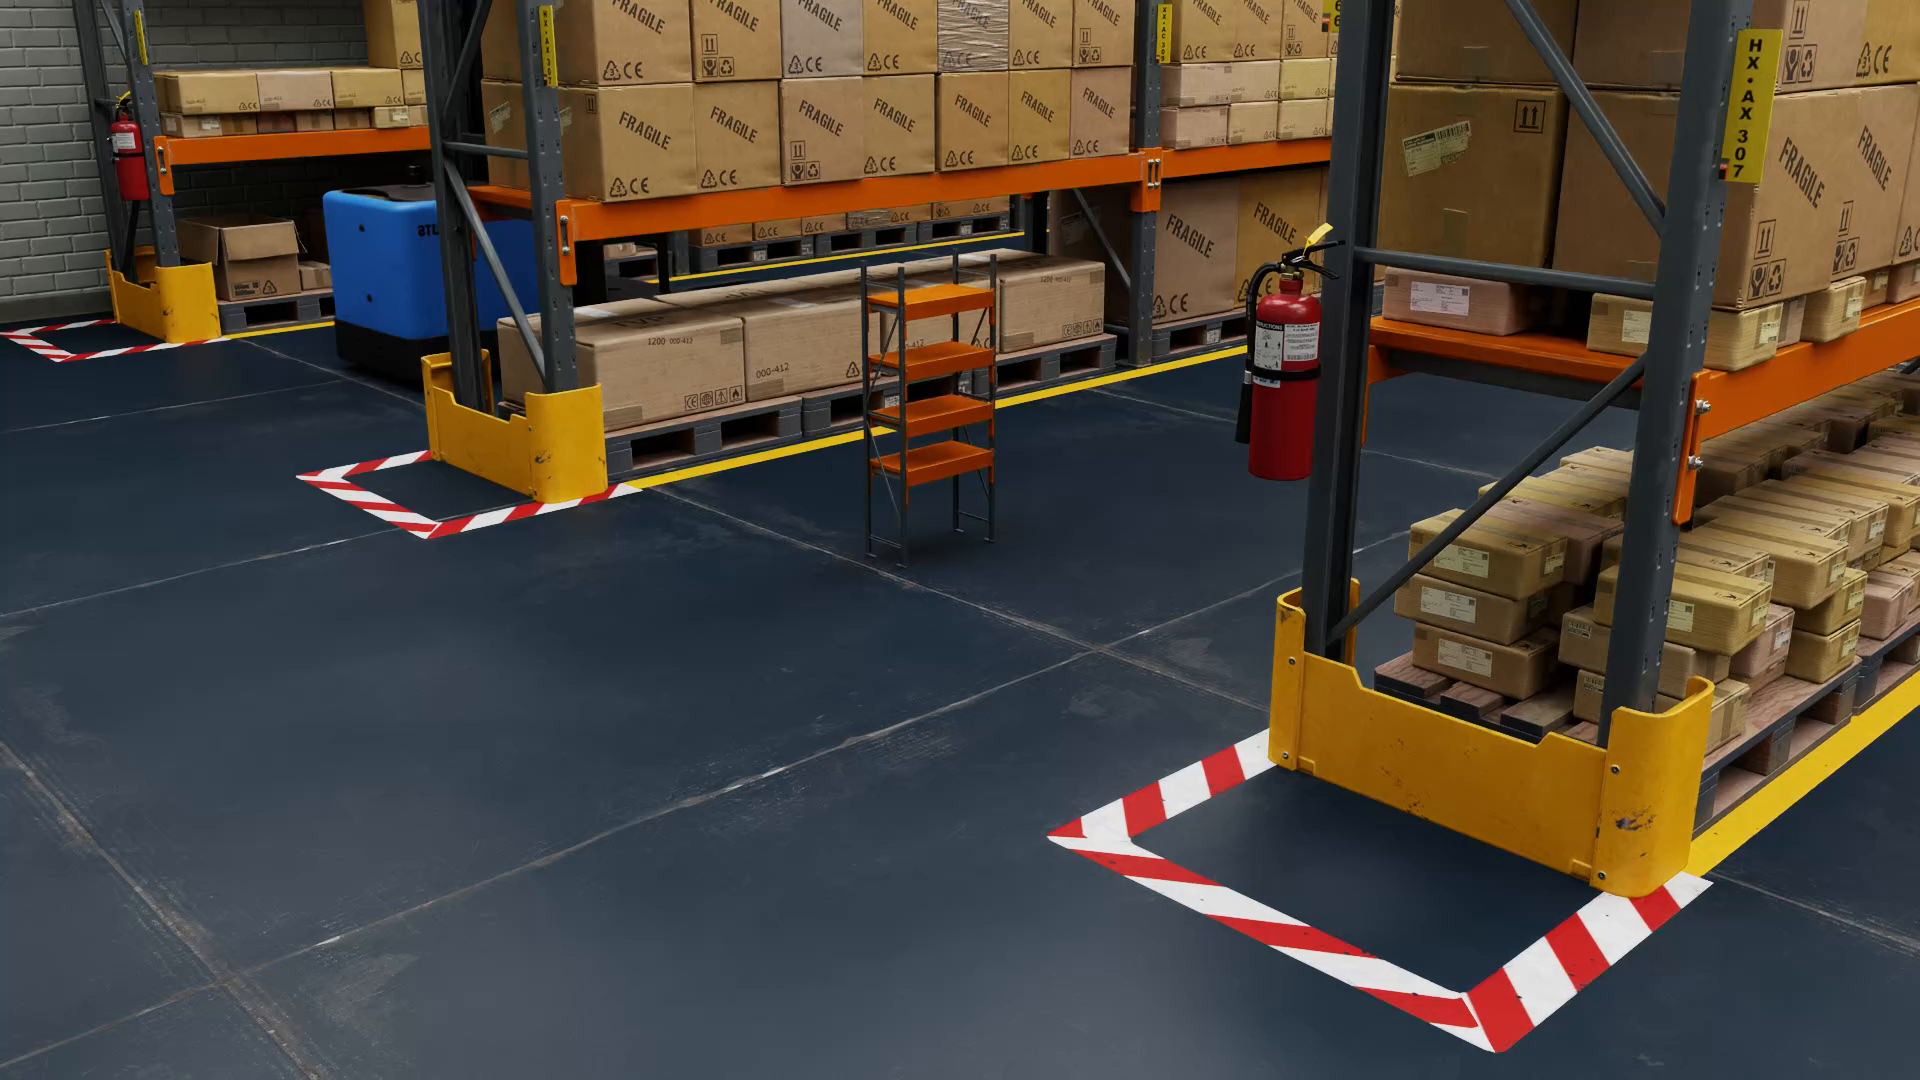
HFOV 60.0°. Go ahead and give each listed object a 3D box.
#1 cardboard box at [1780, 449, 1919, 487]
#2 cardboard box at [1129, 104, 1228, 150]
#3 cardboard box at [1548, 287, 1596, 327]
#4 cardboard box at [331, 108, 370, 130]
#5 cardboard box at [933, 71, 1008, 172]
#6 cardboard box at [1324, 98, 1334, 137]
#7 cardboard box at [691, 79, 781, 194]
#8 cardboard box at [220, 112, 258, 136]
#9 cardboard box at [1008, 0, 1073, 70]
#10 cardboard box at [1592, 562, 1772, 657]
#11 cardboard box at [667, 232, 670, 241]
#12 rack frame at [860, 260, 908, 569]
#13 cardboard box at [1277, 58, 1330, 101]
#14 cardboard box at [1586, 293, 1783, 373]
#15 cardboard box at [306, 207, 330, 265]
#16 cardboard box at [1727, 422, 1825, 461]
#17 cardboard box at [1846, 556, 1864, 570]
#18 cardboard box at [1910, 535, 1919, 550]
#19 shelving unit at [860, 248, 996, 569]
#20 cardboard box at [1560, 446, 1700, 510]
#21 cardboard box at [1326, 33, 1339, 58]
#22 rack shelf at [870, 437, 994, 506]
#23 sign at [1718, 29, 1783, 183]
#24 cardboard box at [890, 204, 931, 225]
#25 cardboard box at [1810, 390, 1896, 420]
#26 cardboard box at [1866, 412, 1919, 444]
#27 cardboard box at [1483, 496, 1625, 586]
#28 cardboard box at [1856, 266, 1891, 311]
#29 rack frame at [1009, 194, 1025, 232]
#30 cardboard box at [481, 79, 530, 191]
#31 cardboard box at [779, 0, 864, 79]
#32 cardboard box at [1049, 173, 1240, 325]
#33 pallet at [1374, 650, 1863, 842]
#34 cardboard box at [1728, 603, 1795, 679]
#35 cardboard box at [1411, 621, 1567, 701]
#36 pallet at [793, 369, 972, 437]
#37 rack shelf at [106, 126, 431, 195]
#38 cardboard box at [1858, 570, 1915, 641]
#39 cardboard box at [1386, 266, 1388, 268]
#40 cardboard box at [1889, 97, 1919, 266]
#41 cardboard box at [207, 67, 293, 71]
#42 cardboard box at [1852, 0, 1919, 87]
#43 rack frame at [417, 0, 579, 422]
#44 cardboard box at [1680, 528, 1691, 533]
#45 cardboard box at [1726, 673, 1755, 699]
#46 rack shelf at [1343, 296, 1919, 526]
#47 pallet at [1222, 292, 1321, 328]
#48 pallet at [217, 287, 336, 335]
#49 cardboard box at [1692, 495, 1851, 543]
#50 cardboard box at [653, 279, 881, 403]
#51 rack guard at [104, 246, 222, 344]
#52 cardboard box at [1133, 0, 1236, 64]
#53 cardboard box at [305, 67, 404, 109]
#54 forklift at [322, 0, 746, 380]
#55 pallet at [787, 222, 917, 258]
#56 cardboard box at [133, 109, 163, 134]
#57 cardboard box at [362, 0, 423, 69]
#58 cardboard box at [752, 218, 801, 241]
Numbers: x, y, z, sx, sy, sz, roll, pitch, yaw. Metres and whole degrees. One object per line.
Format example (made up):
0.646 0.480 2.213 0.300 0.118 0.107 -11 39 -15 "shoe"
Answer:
3.038 -0.185 5.668 0.250 0.149 0.380 -16 24 -41 "cardboard box"
1.298 -2.564 10.271 0.500 0.250 0.500 -17 25 -42 "cardboard box"
1.614 -0.723 4.757 0.250 0.149 0.380 -16 24 -41 "cardboard box"
-4.360 -2.979 11.715 0.250 0.149 0.380 -16 24 -40 "cardboard box"
-0.090 -2.273 8.969 0.500 0.500 0.500 -17 24 -42 "cardboard box"
2.426 -2.882 11.255 0.500 0.250 0.500 -17 24 -42 "cardboard box"
-1.215 -1.952 7.978 0.500 0.500 0.500 -17 24 -42 "cardboard box"
-4.942 -2.818 11.219 0.250 0.149 0.380 -15 24 -39 "cardboard box"
0.270 -2.856 9.148 0.500 0.500 0.500 -17 24 -42 "cardboard box"
1.979 0.173 4.564 0.380 0.149 0.250 17 24 41 "cardboard box"
-2.463 -2.893 14.417 0.500 0.500 0.500 -16 24 -41 "cardboard box"
-0.298 -0.484 6.532 0.015 1.200 0.240 -16 24 -41 "rack frame"
2.055 -3.015 10.853 0.500 0.250 0.500 -16 24 -40 "cardboard box"
1.825 -0.541 4.197 0.250 0.149 0.380 -17 24 -41 "cardboard box"
-4.365 -2.156 12.144 0.500 0.500 0.700 -15 23 -39 "cardboard box"
2.932 -0.331 6.119 0.380 0.149 0.250 17 24 42 "cardboard box"
2.665 0.071 5.360 0.380 0.149 0.250 16 24 41 "cardboard box"
3.260 -0.097 5.881 0.380 0.149 0.250 17 24 41 "cardboard box"
-0.120 -0.536 6.691 0.503 1.200 0.258 -16 24 -41 "shelving unit"
2.287 -0.195 5.699 0.250 0.149 0.380 -15 23 -39 "cardboard box"
2.402 -3.483 11.082 0.500 0.500 0.500 -17 24 -42 "cardboard box"
-0.120 -0.283 6.773 0.480 0.148 0.258 -16 24 -41 "rack shelf"
1.738 -0.956 3.665 0.005 0.325 0.100 -16 24 -41 "sign"
-0.618 -3.218 15.418 0.500 0.500 0.500 -15 23 -39 "cardboard box"
3.488 -0.503 6.650 0.250 0.149 0.380 -17 24 -42 "cardboard box"
3.615 -0.351 6.180 0.250 0.149 0.380 -15 23 -39 "cardboard box"
1.797 -0.001 5.102 0.250 0.149 0.380 -16 24 -40 "cardboard box"
2.522 -0.787 4.955 0.250 0.149 0.380 -17 24 -41 "cardboard box"
0.290 -4.560 16.185 0.127 3.000 1.000 -16 24 -41 "rack frame"
-1.941 -1.962 8.011 0.500 0.500 0.500 -16 24 -41 "cardboard box"
-0.826 -2.536 8.160 0.500 0.500 0.500 -16 24 -41 "cardboard box"
1.192 -1.939 10.866 0.875 0.875 0.875 -15 23 -39 "cardboard box"
2.035 0.481 5.159 1.213 0.211 1.003 -16 24 -41 "pallet"
2.160 0.251 4.807 0.250 0.149 0.380 -16 24 -41 "cardboard box"
1.604 0.333 5.036 0.250 0.149 0.380 -16 24 -40 "cardboard box"
-0.696 -0.871 9.329 1.213 0.211 1.003 -16 24 -41 "pallet"
-4.069 -2.946 12.375 4.000 0.370 1.077 -16 24 -41 "rack shelf"
2.897 0.185 5.491 0.380 0.149 0.250 16 24 41 "cardboard box"
3.144 -2.510 12.626 0.875 0.875 0.875 -17 24 -41 "cardboard box"
2.617 -1.108 4.893 0.500 0.500 0.500 -16 24 -40 "cardboard box"
-4.995 -3.201 11.755 0.500 0.250 0.500 -16 24 -41 "cardboard box"
2.236 -1.474 4.402 0.500 0.500 0.500 -15 23 -39 "cardboard box"
-2.110 -1.753 7.529 0.127 3.000 1.000 -16 24 -41 "rack frame"
2.195 0.029 5.490 0.250 0.149 0.380 -17 24 -41 "cardboard box"
2.099 0.378 4.897 0.250 0.149 0.380 -16 24 -41 "cardboard box"
2.818 -0.747 5.591 4.000 0.370 1.077 -16 24 -41 "rack shelf"
2.193 -1.715 11.931 1.213 0.211 1.003 -16 24 -41 "pallet"
-4.889 -1.723 11.959 1.213 0.211 1.003 -16 24 -41 "pallet"
2.491 -0.008 5.123 0.380 0.149 0.250 16 24 41 "cardboard box"
-1.039 -1.092 8.963 0.875 0.438 0.875 -15 24 -39 "cardboard box"
-5.467 -1.692 11.392 0.348 0.500 1.175 -16 24 -41 "rack guard"
1.314 -3.153 10.062 0.500 0.500 0.500 -16 24 -40 "cardboard box"
-4.276 -3.186 11.708 0.500 0.250 0.500 -17 24 -42 "cardboard box"
-2.430 -2.678 10.491 3.031 2.935 1.130 -17 25 -42 "forklift"
-1.164 -2.827 15.360 1.213 0.211 1.003 -16 24 -41 "pallet"
-5.466 -2.876 11.398 0.250 0.149 0.380 -17 24 -41 "cardboard box"
-3.918 -3.645 11.910 0.500 0.500 0.500 -15 24 -39 "cardboard box"
-1.730 -2.890 14.407 0.500 0.500 0.500 -17 24 -42 "cardboard box"
